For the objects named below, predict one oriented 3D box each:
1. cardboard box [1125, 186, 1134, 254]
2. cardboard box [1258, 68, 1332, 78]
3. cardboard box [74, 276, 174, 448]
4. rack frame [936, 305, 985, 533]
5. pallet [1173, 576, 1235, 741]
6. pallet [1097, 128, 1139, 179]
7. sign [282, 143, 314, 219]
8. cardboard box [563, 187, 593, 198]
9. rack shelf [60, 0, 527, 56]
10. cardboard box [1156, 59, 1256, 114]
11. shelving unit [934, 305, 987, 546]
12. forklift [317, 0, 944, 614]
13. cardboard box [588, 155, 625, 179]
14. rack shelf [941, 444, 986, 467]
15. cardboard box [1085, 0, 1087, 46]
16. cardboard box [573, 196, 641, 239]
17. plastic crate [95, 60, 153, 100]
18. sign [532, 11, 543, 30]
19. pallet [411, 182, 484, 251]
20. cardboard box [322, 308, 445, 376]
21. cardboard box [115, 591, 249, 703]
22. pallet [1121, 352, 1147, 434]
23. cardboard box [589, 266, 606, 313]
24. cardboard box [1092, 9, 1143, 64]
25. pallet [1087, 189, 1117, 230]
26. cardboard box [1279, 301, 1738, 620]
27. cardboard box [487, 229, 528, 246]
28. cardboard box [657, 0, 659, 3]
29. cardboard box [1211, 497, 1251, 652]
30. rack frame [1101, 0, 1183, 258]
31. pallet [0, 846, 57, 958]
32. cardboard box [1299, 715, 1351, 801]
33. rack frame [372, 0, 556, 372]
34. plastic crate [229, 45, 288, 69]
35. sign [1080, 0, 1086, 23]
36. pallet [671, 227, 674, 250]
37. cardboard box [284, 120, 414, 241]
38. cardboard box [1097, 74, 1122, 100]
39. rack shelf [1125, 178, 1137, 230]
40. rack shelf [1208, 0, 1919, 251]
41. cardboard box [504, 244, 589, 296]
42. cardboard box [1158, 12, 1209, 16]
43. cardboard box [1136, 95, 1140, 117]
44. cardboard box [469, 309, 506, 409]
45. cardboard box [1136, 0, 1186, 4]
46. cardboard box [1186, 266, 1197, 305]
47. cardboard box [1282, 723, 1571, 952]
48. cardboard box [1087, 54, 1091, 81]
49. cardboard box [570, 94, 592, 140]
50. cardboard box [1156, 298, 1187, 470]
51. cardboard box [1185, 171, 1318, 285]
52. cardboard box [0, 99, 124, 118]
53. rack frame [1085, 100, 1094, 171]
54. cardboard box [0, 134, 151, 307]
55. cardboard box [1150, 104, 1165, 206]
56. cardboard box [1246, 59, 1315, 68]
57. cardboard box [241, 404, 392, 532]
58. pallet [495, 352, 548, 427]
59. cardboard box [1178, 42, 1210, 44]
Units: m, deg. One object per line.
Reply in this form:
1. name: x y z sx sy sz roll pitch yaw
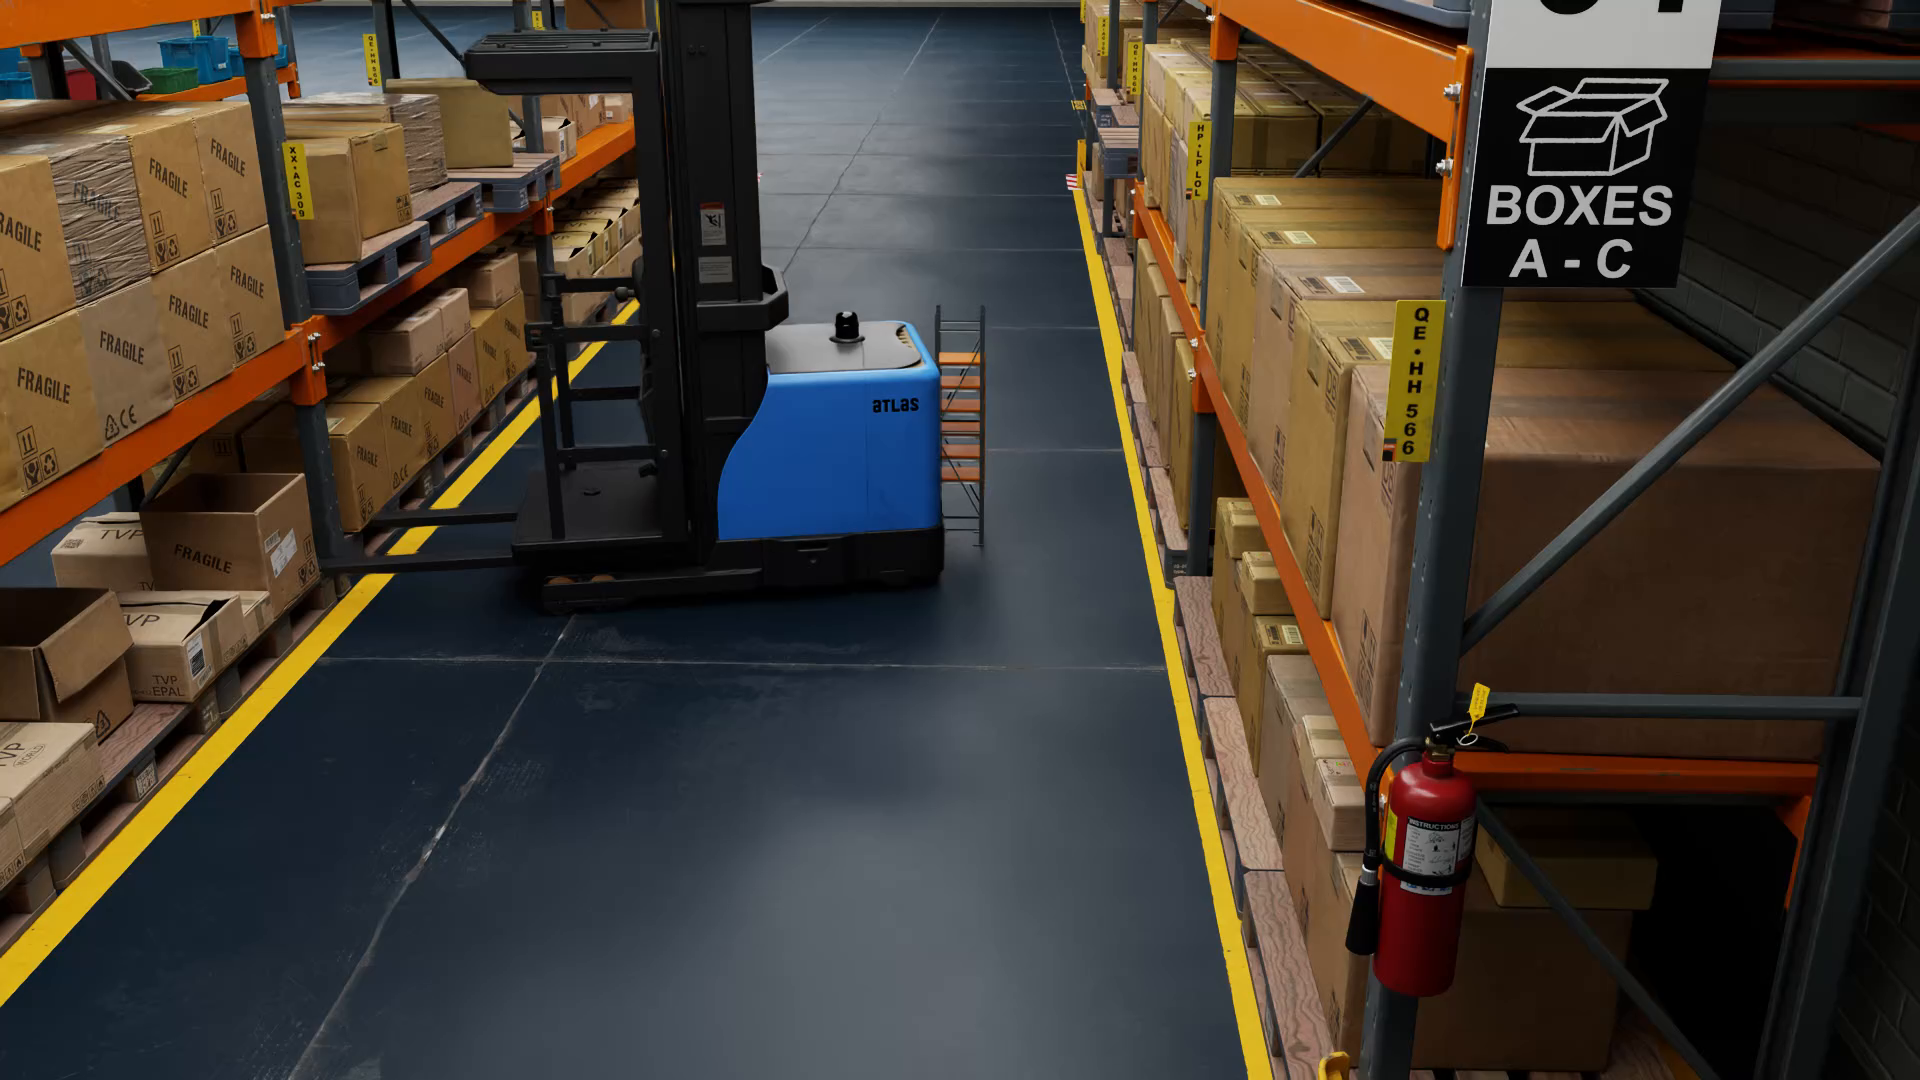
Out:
1. cardboard box: 1.789 -2.758 14.339 0.700 0.500 0.500 1 21 3
2. cardboard box: 1.866 -2.359 8.849 0.500 0.250 0.500 0 21 0
3. cardboard box: -3.186 -0.637 5.885 0.500 0.500 0.500 1 21 3
4. rack frame: 0.003 -0.598 8.411 0.240 1.200 0.006 1 21 2
5. pallet: 1.450 0.482 6.996 1.003 0.211 1.213 1 21 2
6. pallet: 1.589 -2.708 11.627 1.213 0.211 1.003 1 21 2
7. sign: -2.857 -1.546 7.170 0.100 0.325 0.005 1 21 2
8. cardboard box: -3.438 -2.886 14.265 0.500 0.311 0.500 0 21 1
9. rack shelf: -3.339 -2.932 8.786 1.077 0.370 4.000 1 21 2
10. cardboard box: 1.375 -2.547 9.332 0.500 0.250 0.500 1 21 2
11. shelving unit: 0.000 -0.565 8.325 0.258 1.200 0.189 1 21 2
12. forklift: -1.641 -1.231 7.651 3.031 2.935 1.130 -3 21 -9
13. cardboard box: -3.334 -3.652 15.979 0.500 0.500 0.500 1 21 2
14. rack shelf: 0.000 -0.411 8.385 0.258 0.103 0.180 1 21 2
15. cardboard box: 1.602 -5.551 17.832 0.500 0.500 0.500 1 21 2
16. cardboard box: -2.909 -2.695 13.774 0.500 0.311 0.500 1 21 1
17. plastic crate: -7.964 -4.253 15.429 0.767 0.338 0.504 1 21 2
18. sign: -3.711 -4.484 14.633 0.100 0.325 0.005 1 21 2
19. pallet: -3.333 -1.799 9.285 1.003 0.211 1.213 1 21 2
20. cardboard box: -3.111 -1.069 8.948 0.500 0.250 0.500 1 21 2
21. cardboard box: -3.156 0.383 6.504 0.500 0.311 0.500 1 21 2
22. pallet: 1.574 -0.955 10.697 1.003 0.211 1.213 1 21 2
23. cardboard box: -2.954 -1.874 12.432 0.500 0.250 0.500 0 21 0
24. cardboard box: 1.536 -4.811 15.924 0.500 0.500 0.500 0 21 0
25. pallet: 1.815 -3.371 16.924 1.003 0.211 1.213 1 21 2
26. cardboard box: 1.447 -0.234 4.570 0.980 0.700 0.700 0 21 1
27. cardboard box: -3.499 -2.147 12.362 0.500 0.311 0.500 0 21 1
28. cardboard box: -3.135 -5.033 15.422 0.700 0.500 0.500 1 21 1
29. cardboard box: 1.427 0.146 6.880 0.700 0.500 0.500 1 21 2
30. rack frame: 1.795 -3.985 14.653 1.000 3.000 0.127 1 21 2
31. pallet: -3.496 1.285 4.926 1.003 0.211 1.213 1 21 2
32. cardboard box: 1.180 0.626 4.748 0.380 0.149 0.250 1 21 3
33. rack frame: -3.278 -2.592 11.062 1.000 3.000 0.127 1 21 2
34. plastic crate: -7.702 -5.287 18.213 0.499 0.251 0.616 1 21 2
35. sign: 1.374 -5.841 18.239 0.100 0.325 0.005 1 21 2
36. pallet: -3.090 -3.025 16.034 1.003 0.211 1.213 1 21 2
37. cardboard box: -3.204 -1.806 8.319 0.700 0.500 0.500 4 22 10
38. cardboard box: 1.507 -4.099 15.126 0.500 0.250 0.500 1 21 2
39. rack shelf: 1.734 -2.927 12.919 1.077 0.370 4.000 1 21 2
40. rack shelf: 1.491 -1.432 4.922 1.077 0.370 4.000 1 21 2
41. cardboard box: -2.969 -1.953 11.862 0.500 0.311 0.500 1 21 3
42. cardboard box: 2.038 -4.629 15.455 0.500 0.500 0.500 1 21 1
43. cardboard box: 1.693 -3.411 12.428 0.700 0.500 0.500 1 21 2
44. cardboard box: -3.088 -1.104 10.074 0.500 0.500 0.500 0 21 0
45. cardboard box: 2.090 -5.366 17.354 0.500 0.500 0.500 1 21 2
46. cardboard box: 1.263 -1.202 7.799 0.380 0.149 0.250 1 21 3
47. cardboard box: 1.367 0.888 4.968 0.700 0.500 0.500 1 21 1
48. cardboard box: 1.562 -4.826 16.999 0.500 0.250 0.500 0 21 1
49. cardboard box: -3.227 -3.436 13.099 0.500 0.500 0.500 1 21 2
50. cardboard box: 1.466 -0.844 8.949 0.750 0.750 0.750 1 21 3
51. cardboard box: 1.314 -1.457 7.560 0.500 0.500 0.500 0 21 1
52. cardboard box: -3.695 -1.491 6.705 0.500 0.500 0.500 1 21 3
53. rack frame: 1.917 -5.431 18.380 1.000 3.000 0.127 1 21 2
54. cardboard box: -3.185 -1.105 5.710 0.500 0.500 0.500 1 21 2
55. cardboard box: 1.361 -2.192 9.454 0.500 0.500 0.500 1 21 1
56. cardboard box: 1.881 -2.543 9.324 0.500 0.250 0.500 0 21 0
57. cardboard box: -3.141 -0.358 8.151 0.500 0.500 0.500 0 21 -1
58. pallet: -3.339 -1.022 10.872 1.003 0.211 1.213 1 21 2
59. cardboard box: 1.654 -3.218 11.033 0.380 0.149 0.250 -2 21 -5
